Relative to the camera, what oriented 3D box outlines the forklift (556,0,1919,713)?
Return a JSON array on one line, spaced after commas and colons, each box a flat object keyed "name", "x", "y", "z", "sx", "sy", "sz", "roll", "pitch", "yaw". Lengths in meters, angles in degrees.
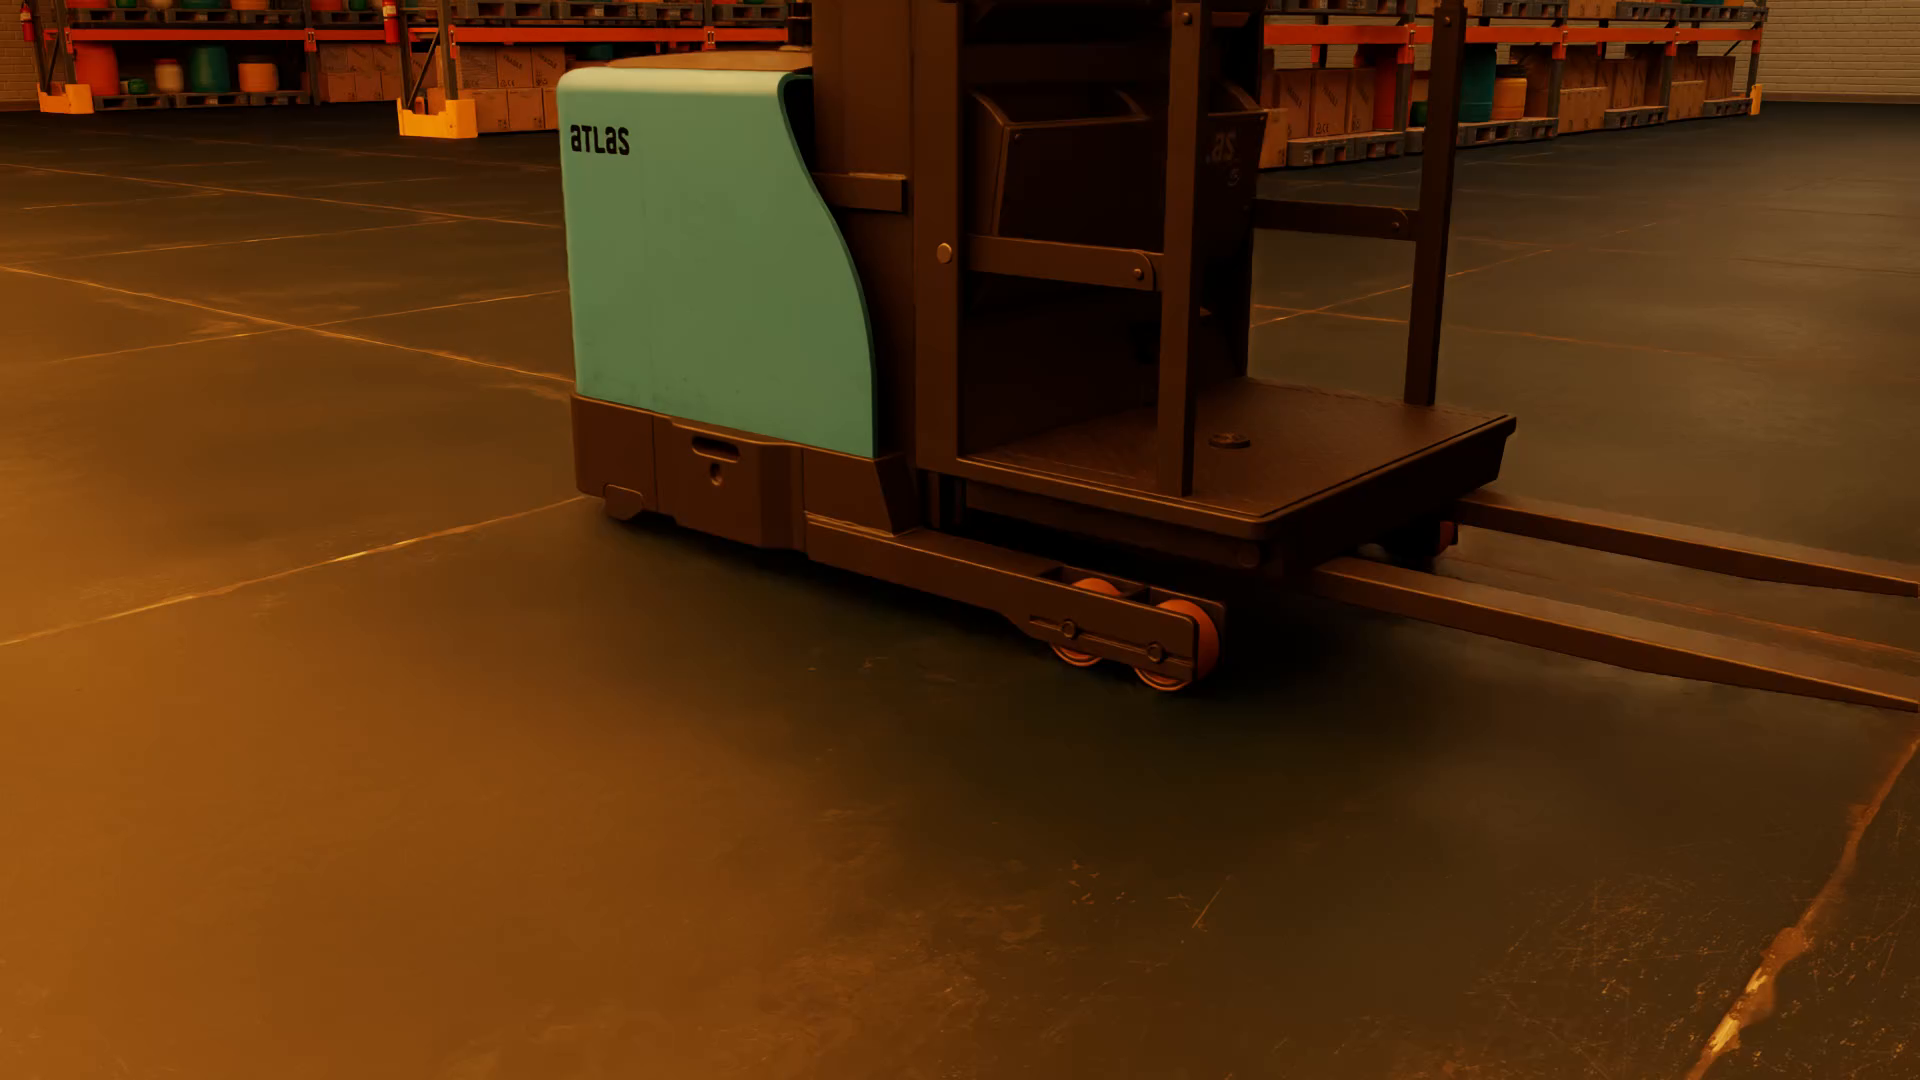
[{"name": "forklift", "x": 0.497, "y": -1.299, "z": 3.175, "sx": 3.031, "sy": 2.935, "sz": 1.130, "roll": 14, "pitch": 22, "yaw": 38}]
